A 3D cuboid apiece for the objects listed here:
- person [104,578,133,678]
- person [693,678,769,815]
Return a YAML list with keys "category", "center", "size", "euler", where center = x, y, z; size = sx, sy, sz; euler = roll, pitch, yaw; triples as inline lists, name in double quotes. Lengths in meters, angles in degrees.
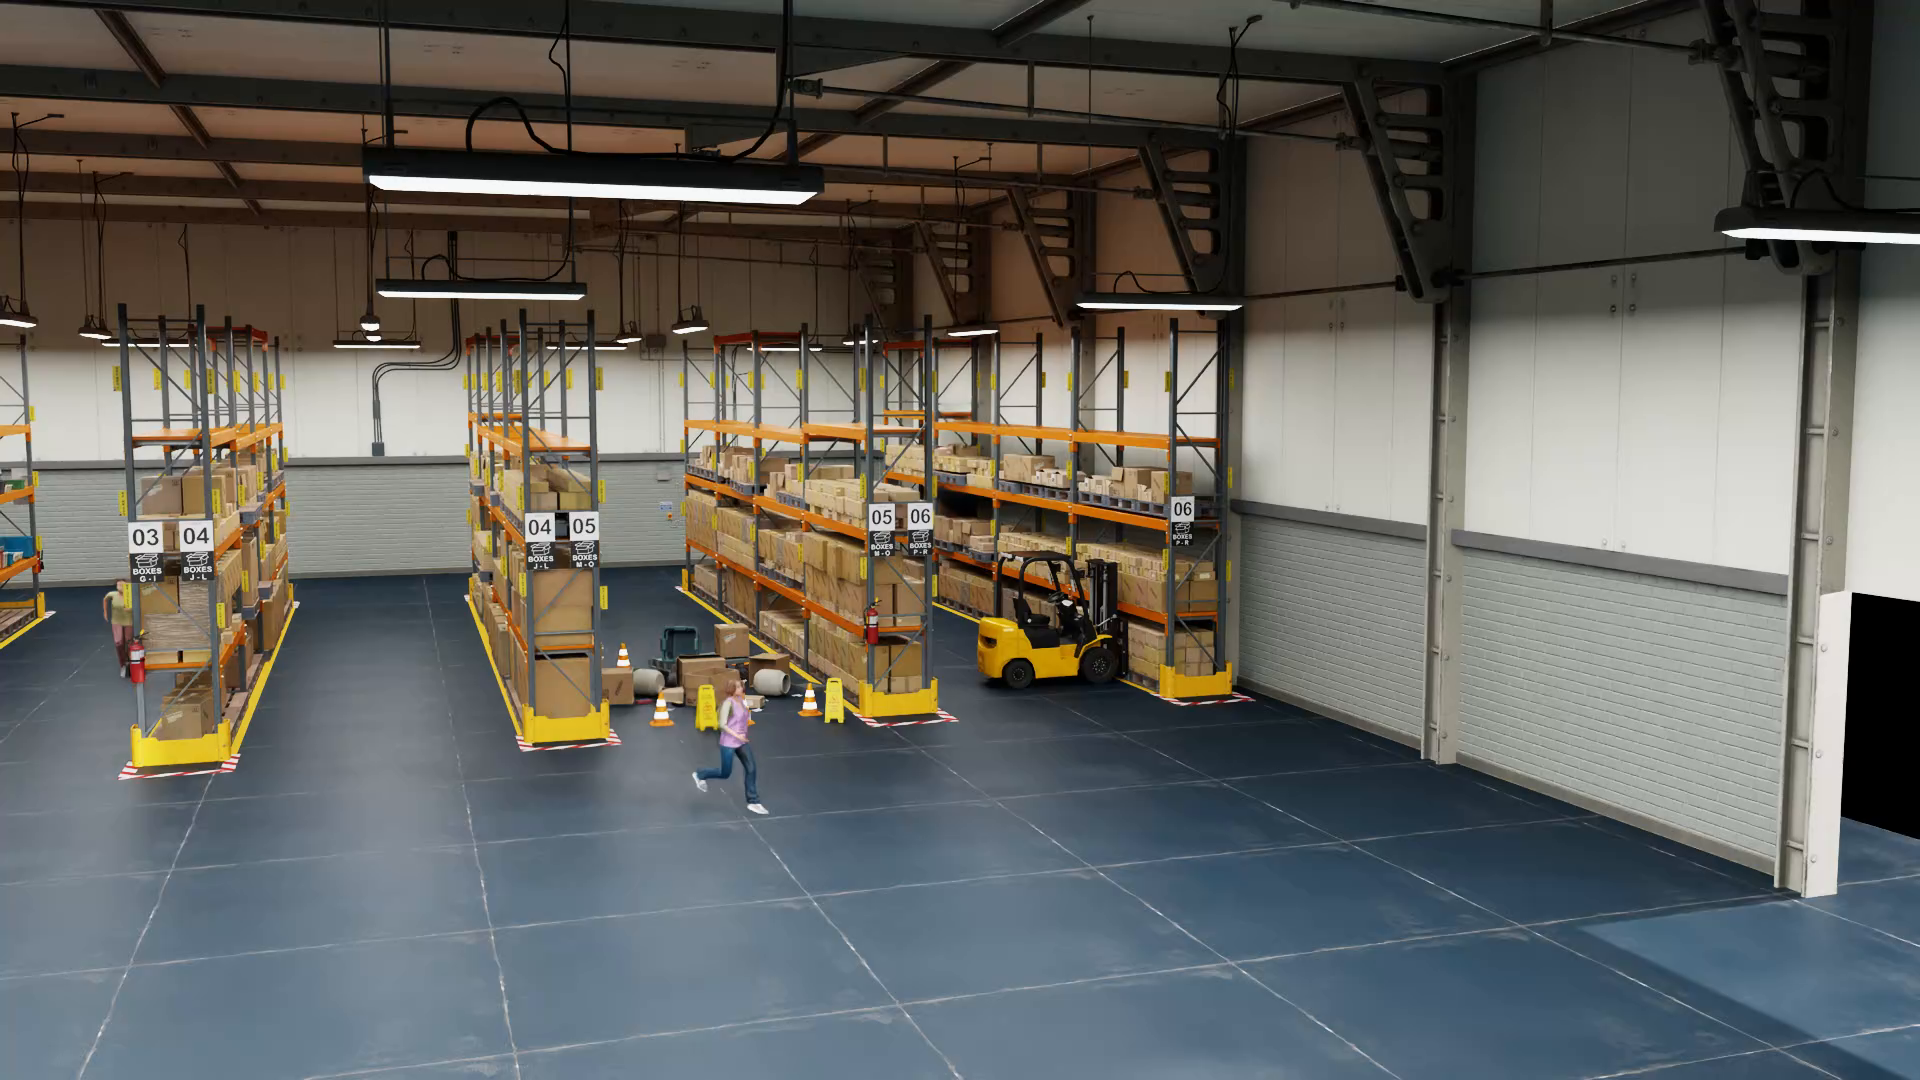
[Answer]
- category: "person"
  center: [-14.322, 1.480, 28.471]
  size: [0.599, 1.691, 0.792]
  euler: [-2, 6, -22]
- category: "person"
  center: [-2.686, 2.397, 19.435]
  size: [0.983, 1.584, 0.517]
  euler: [3, 6, 27]
